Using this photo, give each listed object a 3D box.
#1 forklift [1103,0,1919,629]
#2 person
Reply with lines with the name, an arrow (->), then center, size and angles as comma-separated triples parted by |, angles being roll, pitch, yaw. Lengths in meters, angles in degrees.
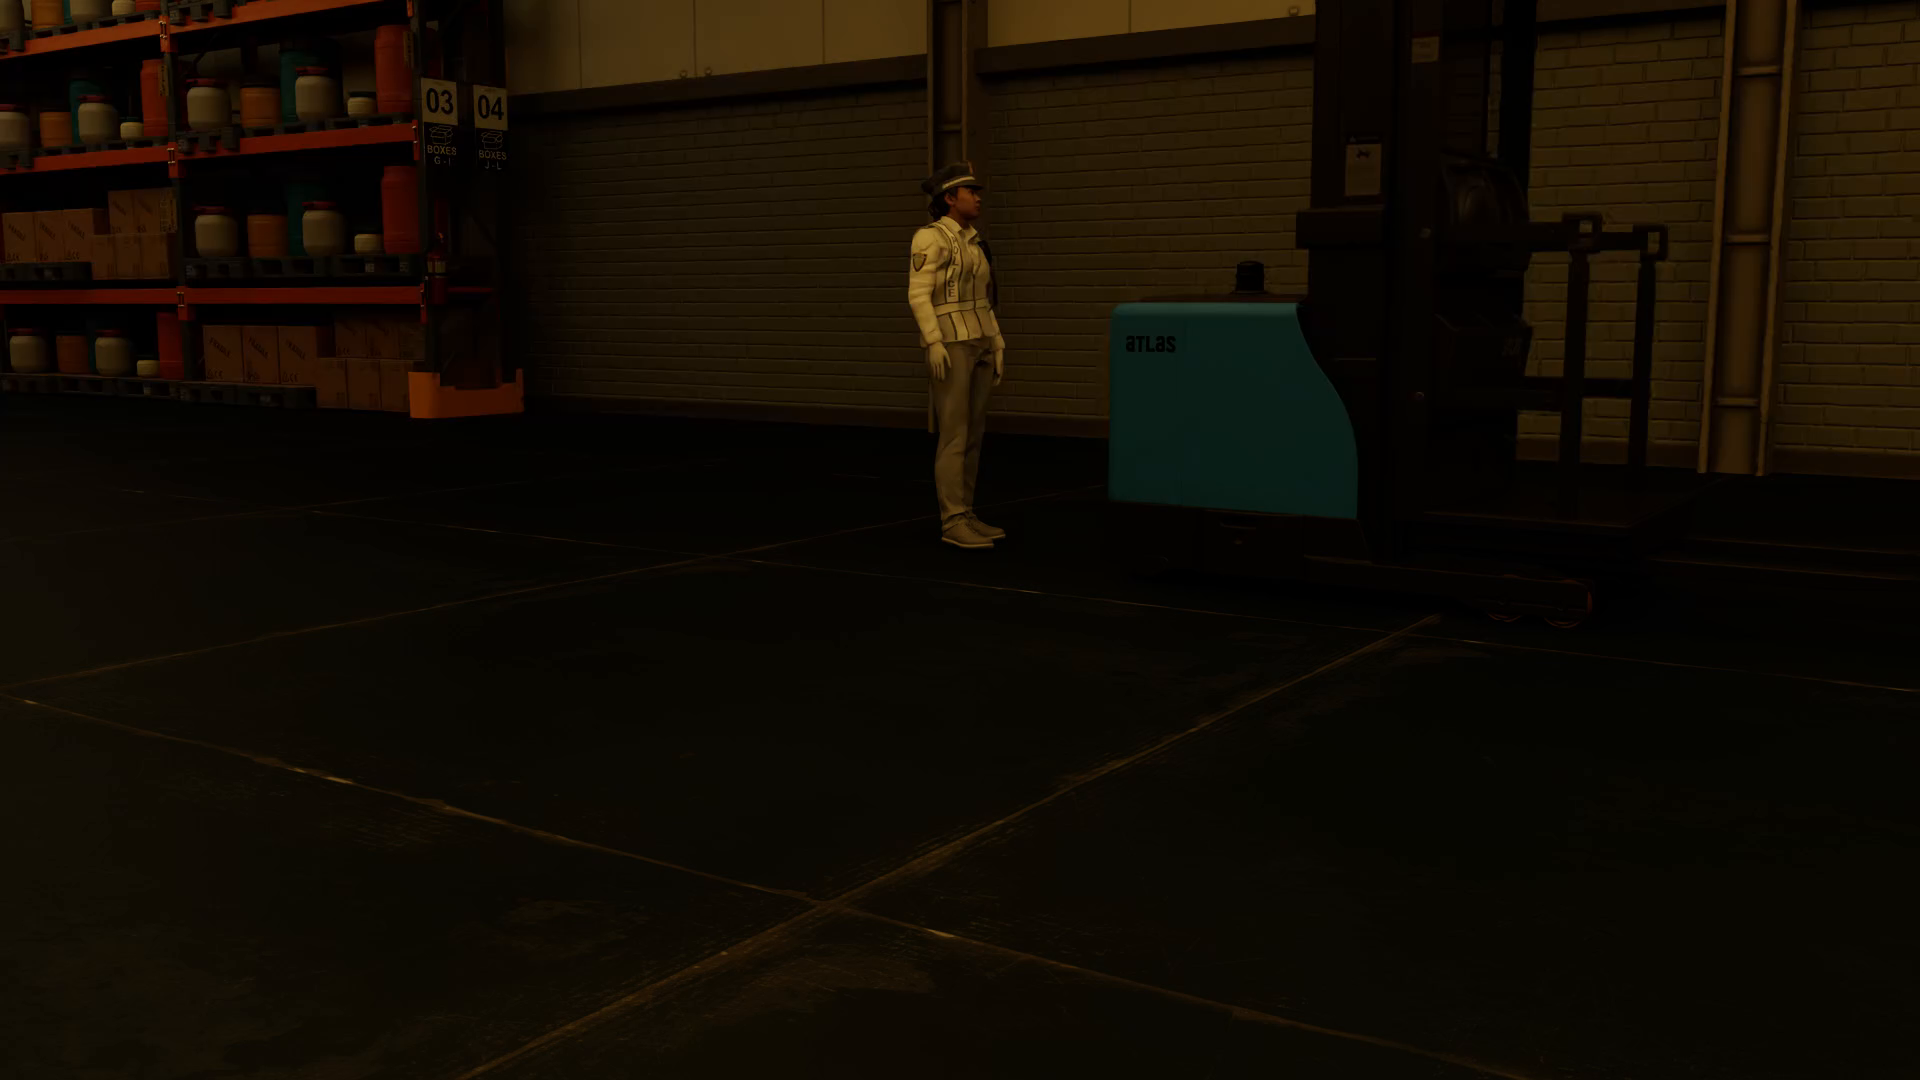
forklift -> 2.071, -1.240, 5.916 | 3.031, 2.935, 1.130 | 5, 10, 34
person -> 0.053, -0.840, 7.440 | 0.532, 1.694, 0.586 | 5, 10, 34
